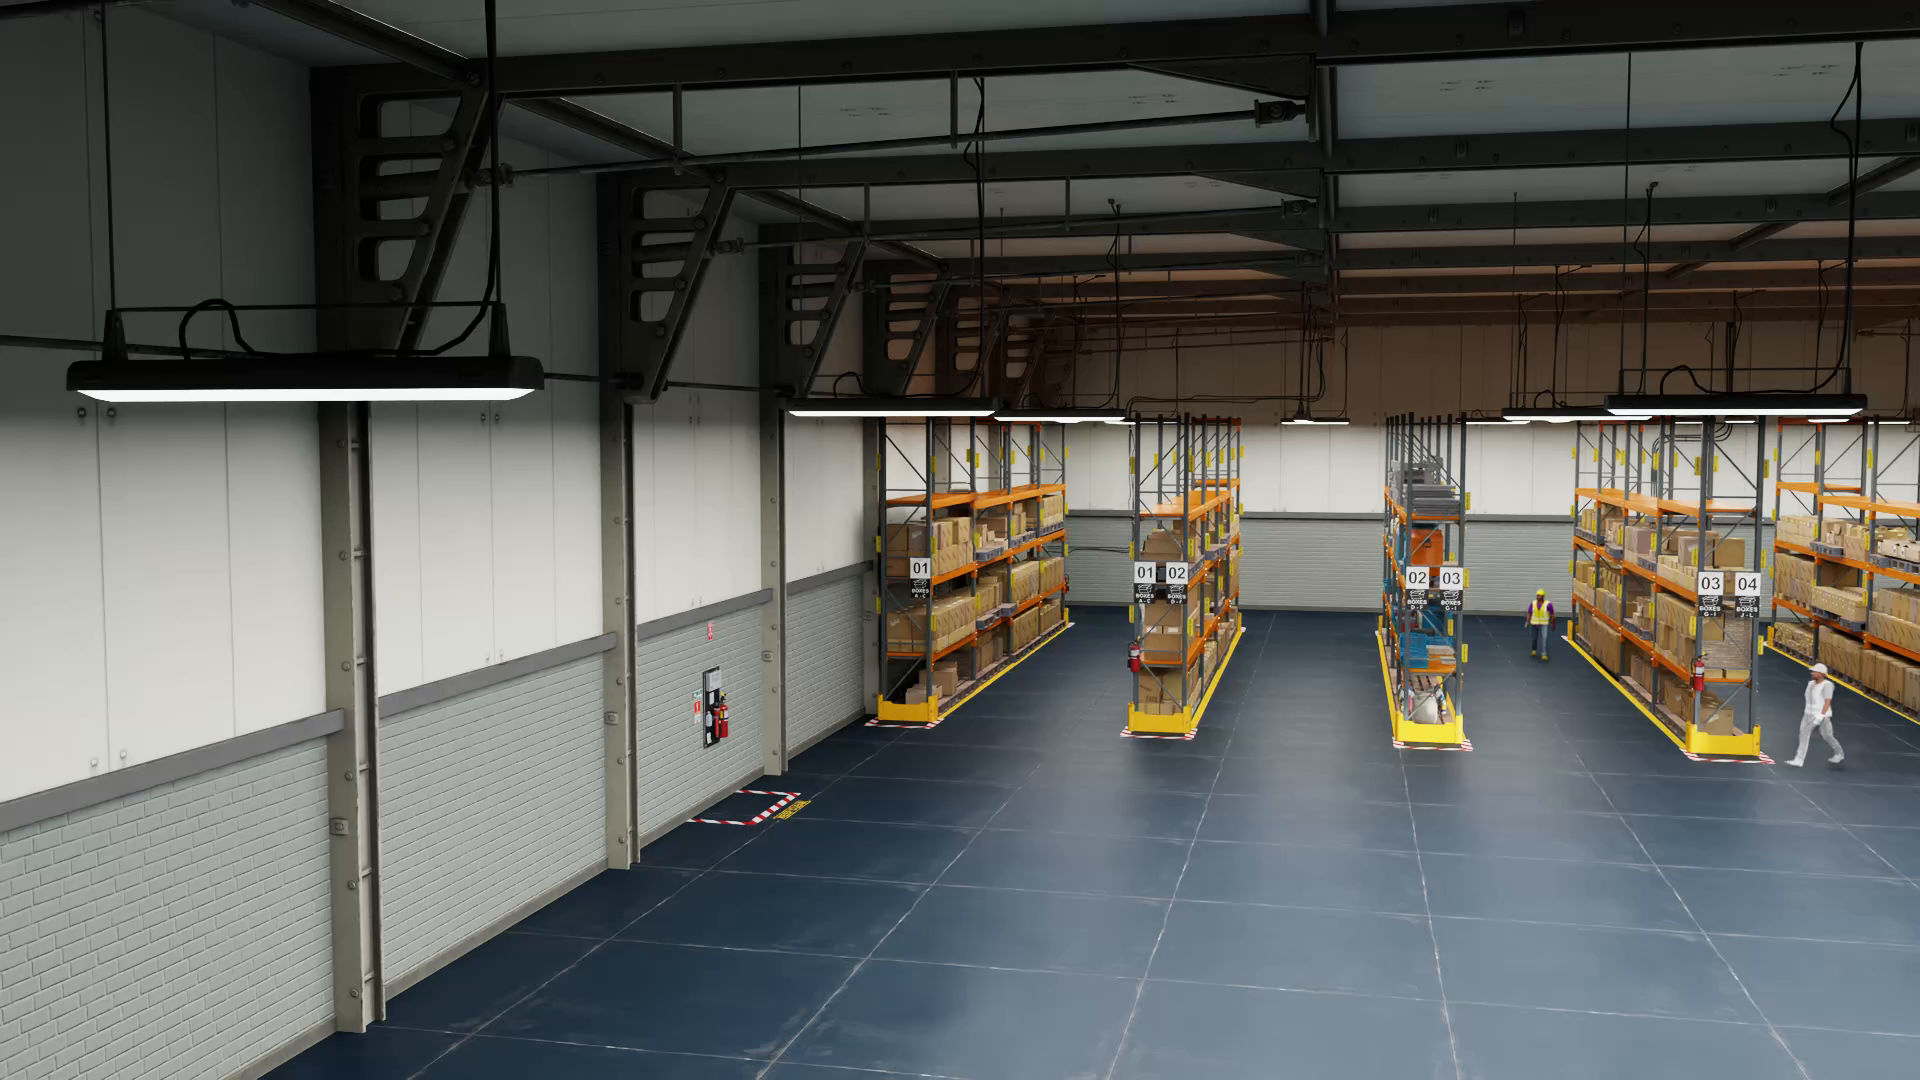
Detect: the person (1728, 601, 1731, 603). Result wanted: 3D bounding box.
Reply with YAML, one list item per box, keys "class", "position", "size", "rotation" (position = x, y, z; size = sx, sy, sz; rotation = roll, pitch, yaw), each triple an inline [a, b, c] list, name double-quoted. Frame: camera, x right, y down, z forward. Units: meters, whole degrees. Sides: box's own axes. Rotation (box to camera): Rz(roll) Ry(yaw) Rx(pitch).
- class: "person"
  position: [20.069, 1.915, 43.940]
  size: [0.523, 1.811, 0.878]
  rotation: [1, 4, 14]

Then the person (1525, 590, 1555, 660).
- class: "person"
  position: [14.328, 2.082, 41.083]
  size: [0.728, 1.722, 1.054]
  rotation: [1, 4, 13]

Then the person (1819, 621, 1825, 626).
- class: "person"
  position: [23.263, 1.814, 45.025]
  size: [0.523, 1.744, 0.531]
  rotation: [0, 4, -4]

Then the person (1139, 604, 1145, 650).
- class: "person"
  position: [4.719, 2.004, 42.447]
  size: [0.386, 1.683, 0.503]
  rotation: [0, 4, 1]

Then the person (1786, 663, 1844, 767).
- class: "person"
  position: [14.449, 2.951, 27.997]
  size: [1.048, 1.754, 0.523]
  rotation: [-2, 4, -24]
